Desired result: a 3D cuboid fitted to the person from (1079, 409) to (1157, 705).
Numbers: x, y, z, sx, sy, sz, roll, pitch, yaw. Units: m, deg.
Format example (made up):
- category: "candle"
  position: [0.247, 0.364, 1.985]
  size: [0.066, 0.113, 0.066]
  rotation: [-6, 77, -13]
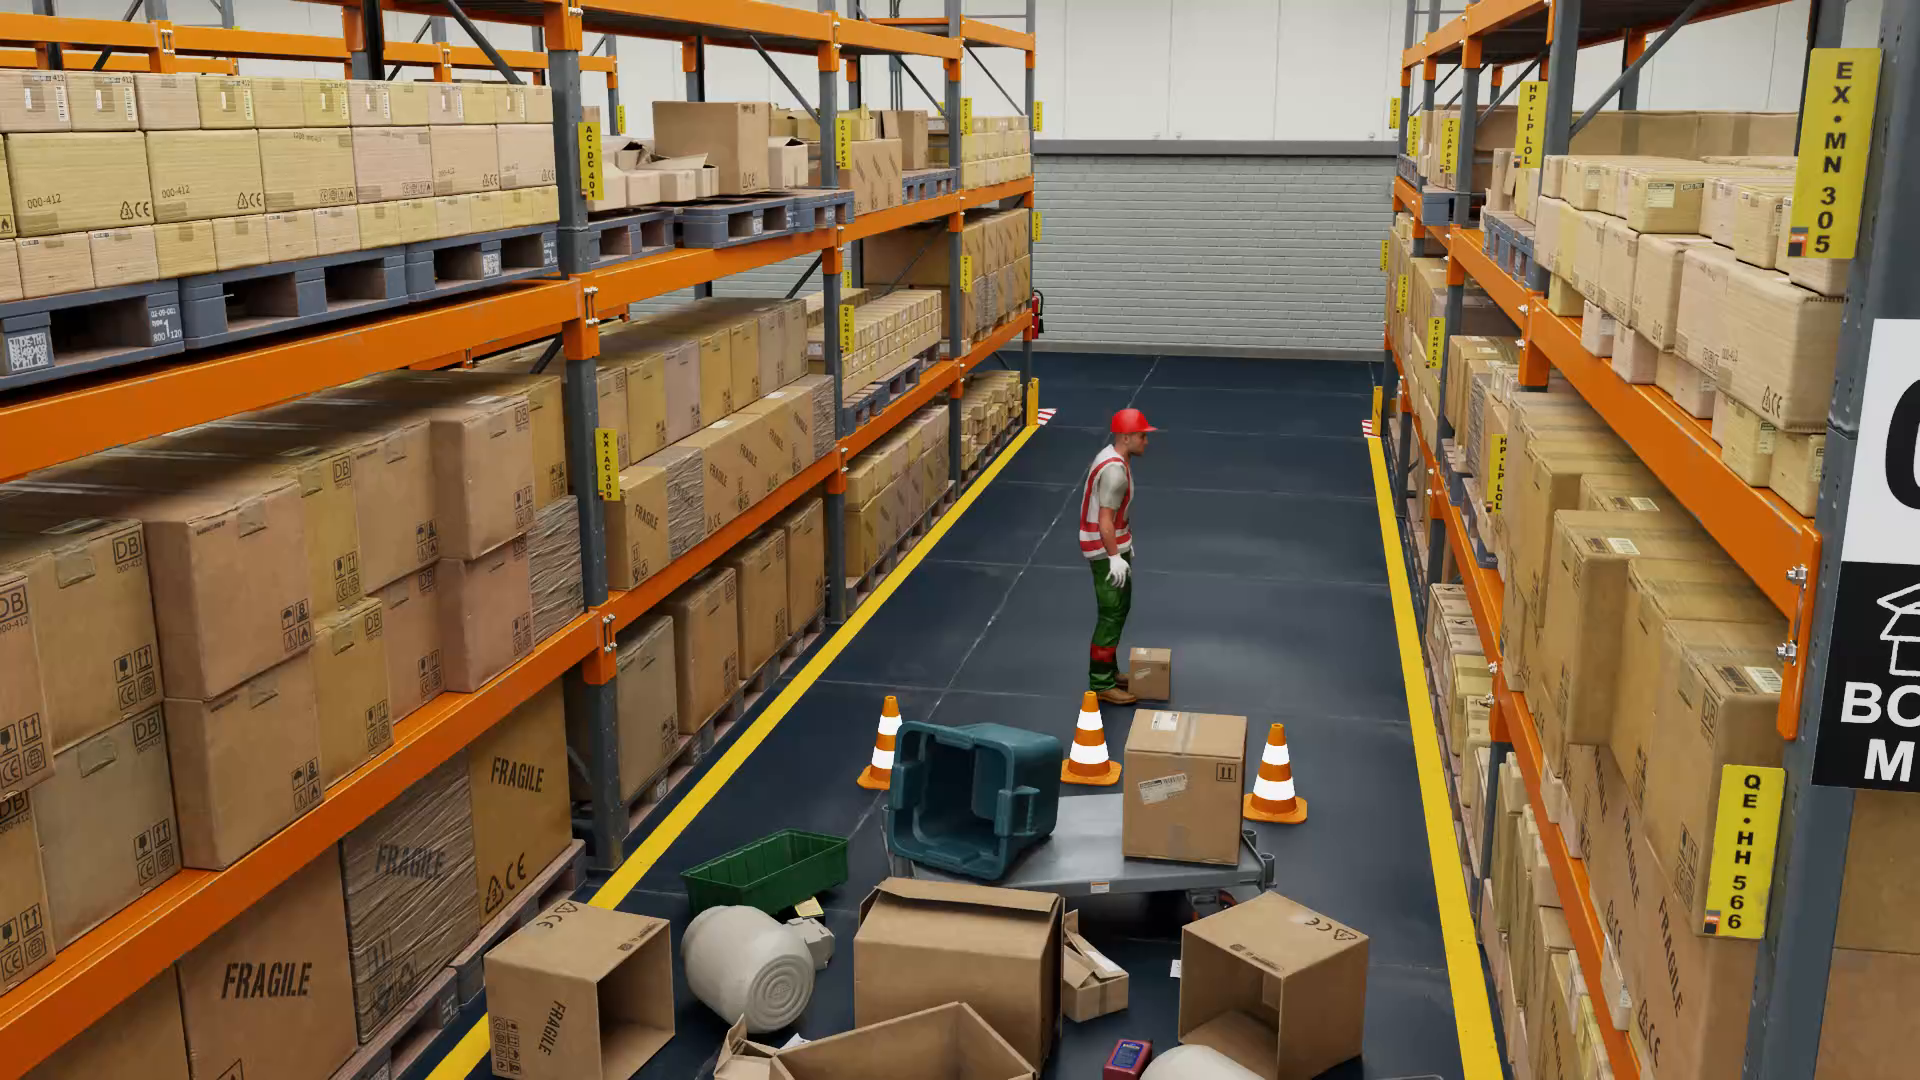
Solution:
- category: "person"
  position: [0.957, 0.079, 10.172]
  size: [0.451, 1.780, 0.623]
  rotation: [2, 15, 9]
